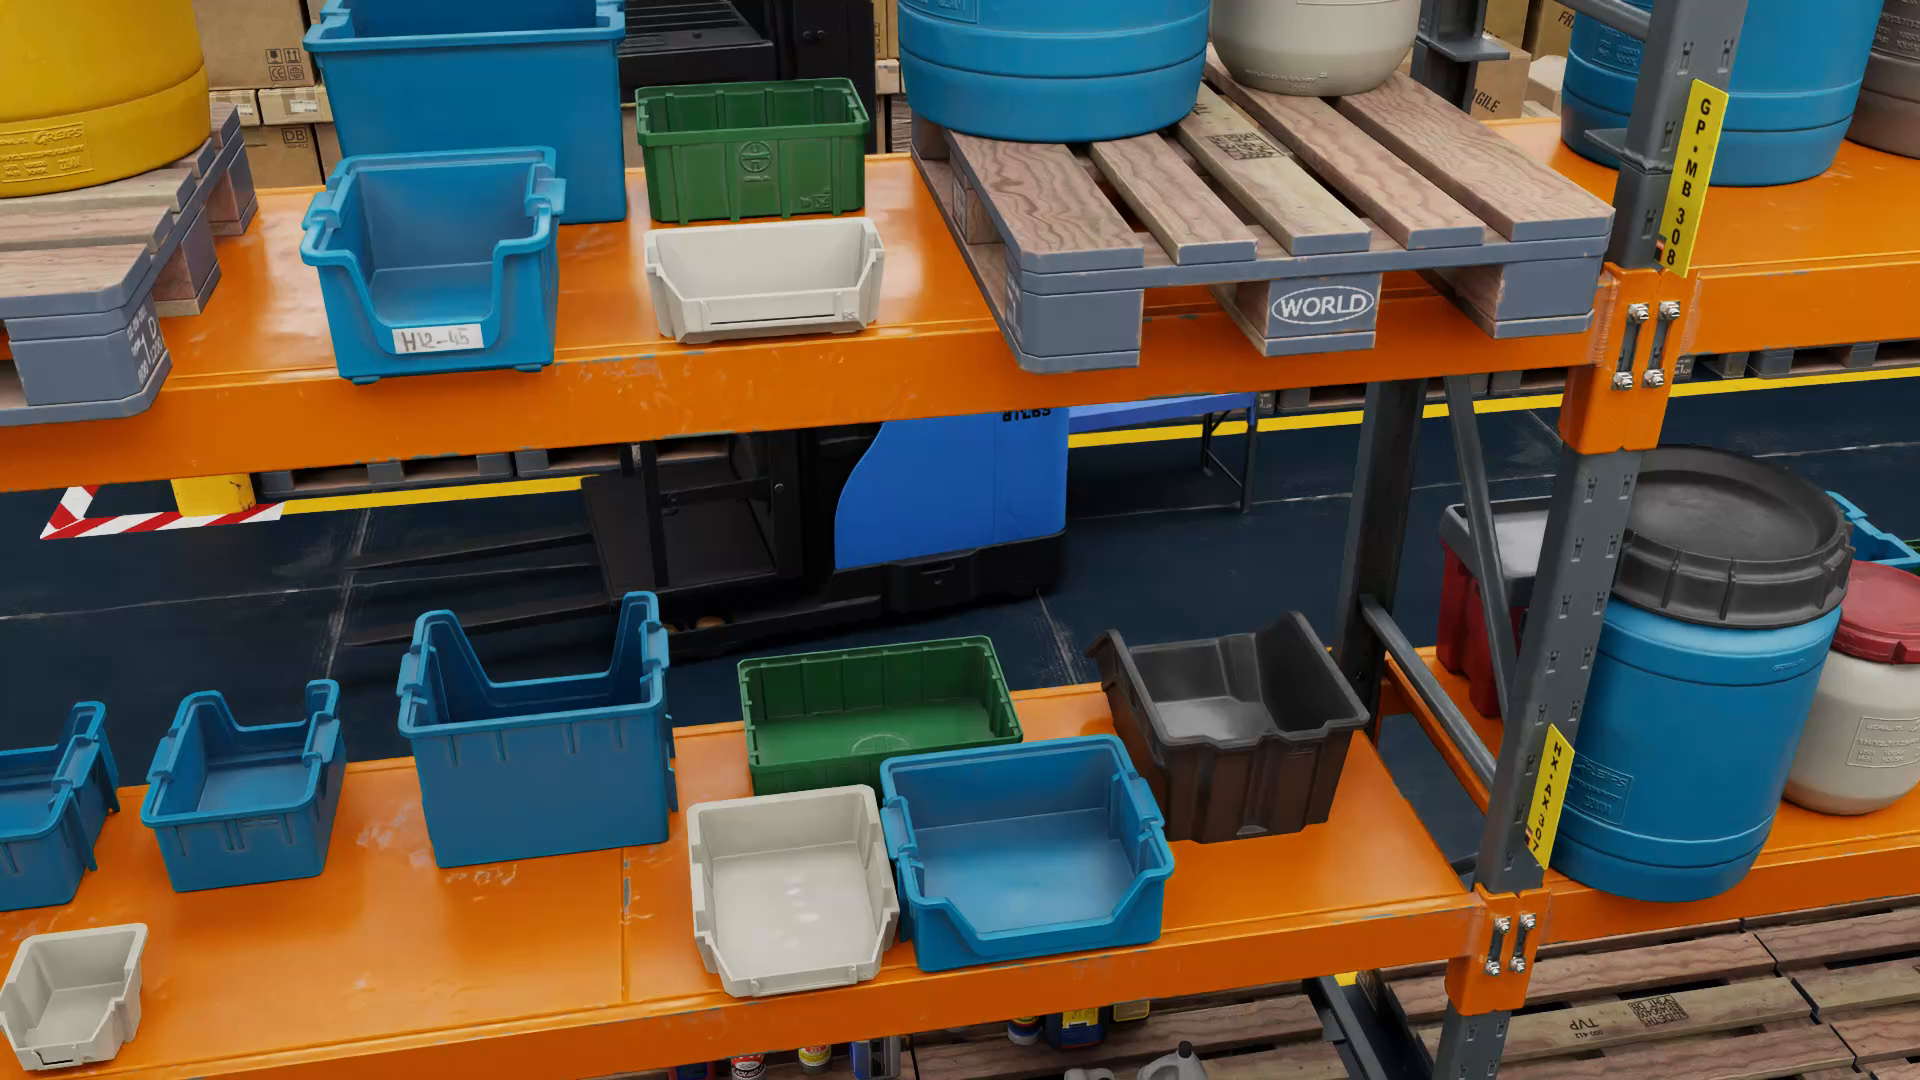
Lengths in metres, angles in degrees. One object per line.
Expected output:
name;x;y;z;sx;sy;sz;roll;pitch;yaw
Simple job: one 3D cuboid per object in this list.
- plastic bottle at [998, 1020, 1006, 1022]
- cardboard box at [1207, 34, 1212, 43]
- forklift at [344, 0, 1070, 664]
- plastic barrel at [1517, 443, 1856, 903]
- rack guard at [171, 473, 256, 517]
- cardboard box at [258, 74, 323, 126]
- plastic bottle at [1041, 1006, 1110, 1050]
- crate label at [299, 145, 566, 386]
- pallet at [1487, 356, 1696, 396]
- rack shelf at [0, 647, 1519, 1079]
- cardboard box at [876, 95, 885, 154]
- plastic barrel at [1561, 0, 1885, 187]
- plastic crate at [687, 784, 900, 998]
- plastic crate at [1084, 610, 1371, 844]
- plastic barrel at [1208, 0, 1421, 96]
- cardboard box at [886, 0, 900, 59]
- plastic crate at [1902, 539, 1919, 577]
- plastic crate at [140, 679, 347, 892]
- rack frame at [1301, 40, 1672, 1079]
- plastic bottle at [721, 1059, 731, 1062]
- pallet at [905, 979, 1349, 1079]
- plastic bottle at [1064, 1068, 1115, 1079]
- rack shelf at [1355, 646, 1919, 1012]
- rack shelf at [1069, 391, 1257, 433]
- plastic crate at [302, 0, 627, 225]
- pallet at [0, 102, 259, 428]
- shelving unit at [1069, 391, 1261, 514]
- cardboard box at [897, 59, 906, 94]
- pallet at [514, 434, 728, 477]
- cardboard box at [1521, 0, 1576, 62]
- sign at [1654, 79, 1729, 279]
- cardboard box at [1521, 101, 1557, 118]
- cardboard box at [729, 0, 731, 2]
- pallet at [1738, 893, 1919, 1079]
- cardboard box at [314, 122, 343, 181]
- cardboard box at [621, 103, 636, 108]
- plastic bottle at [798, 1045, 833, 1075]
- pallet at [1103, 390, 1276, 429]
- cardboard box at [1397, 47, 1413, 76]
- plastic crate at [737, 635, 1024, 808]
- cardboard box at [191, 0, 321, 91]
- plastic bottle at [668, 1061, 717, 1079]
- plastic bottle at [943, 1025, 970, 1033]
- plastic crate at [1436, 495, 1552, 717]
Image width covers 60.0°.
plastic bottle;0.122;1.234;4.871;0.185;0.351;0.144;-7;31;-11
cardboard box;2.100;-3.938;13.520;0.500;0.500;0.700;-5;31;-9
forklift;-1.103;-1.048;6.641;3.031;2.935;1.130;-9;32;-15
plastic barrel;1.611;0.298;3.790;0.708;0.901;0.600;-5;31;-9
rack guard;-3.670;-0.627;8.323;0.348;0.500;1.175;-5;31;-9
cardboard box;-2.962;-1.983;7.425;0.250;0.149;0.380;-6;31;-10
plastic bottle;0.334;1.289;4.778;0.185;0.351;0.144;-5;31;-9
crate label;-0.857;-0.472;2.780;0.408;0.251;0.502;-5;31;-9
pallet;3.406;-1.179;9.547;1.213;0.211;1.003;-5;31;-9
rack shelf;-0.791;0.891;3.985;4.000;0.370;1.077;-5;31;-9
cardboard box;-0.665;-2.020;8.127;0.500;0.500;0.700;-6;31;-9
plastic barrel;1.638;-1.266;3.489;0.708;0.901;0.600;-5;31;-9
plastic crate;-0.375;0.786;3.714;0.437;0.136;0.530;-5;31;-9
plastic crate;0.639;0.409;4.156;0.504;0.338;0.767;-5;31;-9
plastic barrel;0.718;-1.183;3.318;0.421;0.512;0.421;0;30;0
cardboard box;-0.147;-2.631;7.886;0.500;0.500;0.700;-5;31;-9
plastic crate;2.839;0.190;4.677;0.662;0.188;0.450;-5;31;-9
plastic crate;-1.680;0.576;3.958;0.408;0.251;0.499;-5;31;-9
rack frame;1.177;0.398;4.114;0.127;3.000;1.000;-5;31;-9
plastic bottle;-0.641;1.339;4.766;0.135;0.276;0.152;-6;31;-10
pallet;0.509;1.641;4.751;1.213;0.211;1.003;-5;31;-9
plastic bottle;0.355;1.531;4.440;0.135;0.276;0.152;-5;31;-9
rack shelf;3.144;0.526;4.606;4.000;0.370;1.077;-5;31;-9
rack shelf;0.810;-0.661;7.750;1.000;0.185;0.538;-9;32;-15
plastic crate;-0.936;-0.847;3.288;0.575;0.384;0.392;-5;31;-9
pallet;-1.926;-0.475;2.826;1.213;0.211;1.003;-5;31;-9
shelving unit;0.810;-0.816;7.659;1.048;1.500;0.538;-9;32;-15
cardboard box;-0.184;-2.241;7.864;0.250;0.149;0.380;-6;31;-10
pallet;-1.704;-0.705;8.741;1.213;0.211;1.003;-5;31;-9
cardboard box;4.937;-4.239;13.707;0.750;0.750;0.750;-5;31;-9
sign;1.265;-0.623;2.883;0.005;0.325;0.100;-5;31;-9
cardboard box;2.979;-2.184;8.753;0.250;0.149;0.380;-3;31;-5
cardboard box;-1.137;-2.538;7.729;0.500;0.500;0.700;-5;31;-9
pallet;3.145;1.396;5.168;1.213;0.211;1.003;-5;31;-9
cardboard box;-2.669;-1.836;7.815;0.500;0.500;0.700;-5;31;-8
cardboard box;-1.451;-2.122;7.661;0.250;0.149;0.380;-4;31;-7
plastic bottle;-0.414;1.411;4.718;0.097;0.201;0.097;0;30;0
pallet;1.006;-0.957;9.169;1.213;0.211;1.003;-5;31;-9
cardboard box;2.057;-2.271;8.554;0.500;0.500;0.500;-5;31;-9
plastic crate;-0.209;0.473;4.196;0.662;0.188;0.450;-5;31;-9
cardboard box;-3.133;-2.350;7.409;0.500;0.500;0.700;-5;31;-9
plastic bottle;-0.758;1.402;4.652;0.133;0.283;0.061;-5;31;-9
plastic bottle;-0.016;1.301;4.836;0.097;0.271;0.097;0;30;0
plastic crate;1.598;0.174;4.432;0.583;0.464;0.402;-5;31;-9
